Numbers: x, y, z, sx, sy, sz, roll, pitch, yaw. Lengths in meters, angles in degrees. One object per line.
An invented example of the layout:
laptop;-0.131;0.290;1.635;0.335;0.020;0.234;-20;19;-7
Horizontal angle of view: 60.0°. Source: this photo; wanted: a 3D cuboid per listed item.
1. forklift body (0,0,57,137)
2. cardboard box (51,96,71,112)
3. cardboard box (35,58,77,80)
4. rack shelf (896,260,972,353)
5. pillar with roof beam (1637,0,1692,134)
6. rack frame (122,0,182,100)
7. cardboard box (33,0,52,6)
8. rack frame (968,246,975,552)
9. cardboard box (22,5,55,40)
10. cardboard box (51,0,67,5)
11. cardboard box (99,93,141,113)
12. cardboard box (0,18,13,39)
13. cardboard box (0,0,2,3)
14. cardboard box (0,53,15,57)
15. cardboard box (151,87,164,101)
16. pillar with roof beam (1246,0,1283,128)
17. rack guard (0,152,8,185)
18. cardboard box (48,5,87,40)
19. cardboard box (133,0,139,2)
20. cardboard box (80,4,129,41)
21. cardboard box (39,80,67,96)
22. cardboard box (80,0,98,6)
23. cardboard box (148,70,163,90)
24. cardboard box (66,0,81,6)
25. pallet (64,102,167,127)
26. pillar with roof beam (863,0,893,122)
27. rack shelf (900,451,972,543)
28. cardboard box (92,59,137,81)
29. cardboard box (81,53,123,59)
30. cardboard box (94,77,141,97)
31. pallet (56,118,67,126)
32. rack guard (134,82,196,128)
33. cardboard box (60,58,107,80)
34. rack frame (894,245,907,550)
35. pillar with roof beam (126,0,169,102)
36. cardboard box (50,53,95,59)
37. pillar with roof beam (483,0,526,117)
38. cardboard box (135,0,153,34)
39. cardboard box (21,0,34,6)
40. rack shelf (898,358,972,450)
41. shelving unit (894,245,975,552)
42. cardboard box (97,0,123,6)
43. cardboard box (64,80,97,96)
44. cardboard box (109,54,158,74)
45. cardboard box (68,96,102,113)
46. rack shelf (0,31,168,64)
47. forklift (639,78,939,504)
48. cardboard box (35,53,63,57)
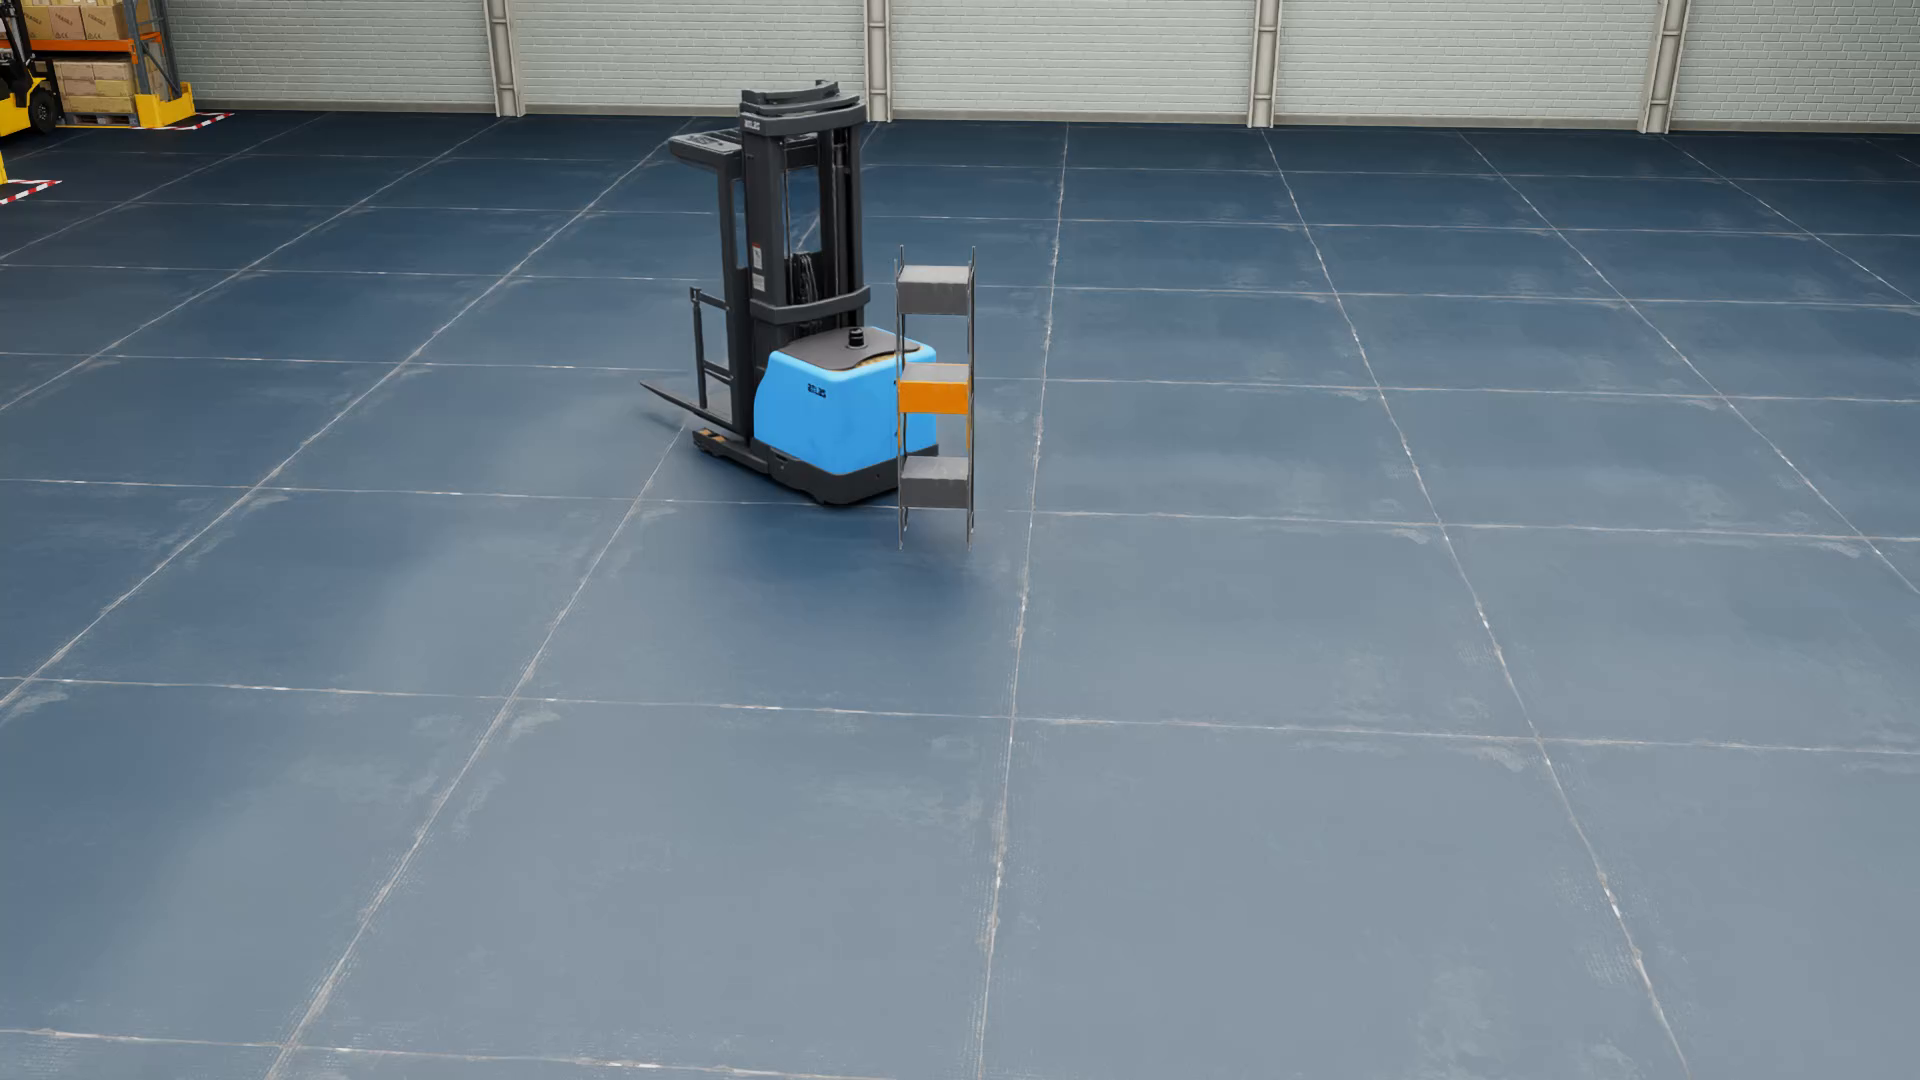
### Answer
forklift body;-14.651;-6.955;24.504;1.214;2.155;2.313;2;25;4
cardboard box;-14.106;-6.905;26.166;0.500;0.250;0.500;2;25;5
cardboard box;-14.117;-7.347;25.930;0.500;0.250;0.500;2;25;5
rack shelf;-0.165;-1.583;11.247;0.480;0.518;0.431;2;25;4
pillar with roof beam;10.354;-8.601;19.889;0.400;9.000;9.100;2;25;4
rack frame;-12.621;-8.040;25.847;0.127;3.000;1.000;2;25;4
cardboard box;-14.015;-8.306;25.528;0.250;0.149;0.380;1;25;2
rack frame;0.078;-0.951;11.517;0.015;2.100;0.400;2;25;4
cardboard box;-14.159;-8.029;25.702;0.500;0.500;0.500;1;25;3
cardboard box;-13.745;-8.317;25.552;0.250;0.149;0.380;2;25;4
cardboard box;-13.113;-6.865;26.080;0.500;0.250;0.500;2;25;4
cardboard box;-14.661;-8.040;25.727;0.500;0.500;0.500;2;25;4
cardboard box;-14.771;-8.331;25.582;0.250;0.149;0.380;1;25;3
cardboard box;-15.094;-7.597;26.475;0.500;0.250;0.500;2;25;4
cardboard box;-13.095;-7.079;26.545;0.500;0.250;0.500;2;25;4
pillar with roof beam;4.372;-8.793;20.306;0.400;9.000;9.100;2;25;4
rack guard;-13.073;-4.838;21.878;0.348;0.500;1.175;2;25;4
cardboard box;-13.648;-8.013;25.667;0.500;0.500;0.500;3;25;6
cardboard box;-12.939;-8.499;25.949;0.250;0.149;0.380;1;25;3
cardboard box;-13.131;-7.992;25.622;0.500;0.500;0.500;1;25;3
cardboard box;-14.145;-7.123;26.041;0.500;0.250;0.500;1;25;3
cardboard box;-13.245;-8.271;25.451;0.250;0.149;0.380;2;25;5
cardboard box;-13.073;-7.311;26.450;0.500;0.250;0.500;2;25;5
cardboard box;-13.499;-8.304;25.525;0.250;0.149;0.380;2;25;5
pallet;-13.386;-6.781;26.445;1.213;0.211;1.003;2;25;4
pillar with roof beam;-1.611;-8.985;20.724;0.400;9.000;9.100;2;25;4
rack shelf;-0.165;-0.311;11.832;0.480;0.518;0.431;2;25;4
cardboard box;-13.104;-7.321;25.874;0.500;0.250;0.500;3;25;6
cardboard box;-13.584;-7.545;26.361;0.500;0.250;0.500;2;25;4
cardboard box;-13.130;-7.094;25.980;0.500;0.250;0.500;2;25;3
pallet;-14.599;-6.821;26.532;1.213;0.211;1.003;2;25;4
rack guard;-12.597;-6.904;26.368;0.348;0.500;1.175;2;25;4
cardboard box;-13.613;-7.335;25.904;0.500;0.250;0.500;2;25;5
rack frame;-0.408;-0.967;11.551;0.015;2.100;0.400;2;25;4
pillar with roof beam;-13.575;-9.369;21.558;0.400;9.000;9.100;2;25;4
cardboard box;-14.082;-7.565;26.405;0.500;0.250;0.500;2;25;4
pillar with roof beam;-7.593;-9.177;21.141;0.400;9.000;9.100;2;25;4
cardboard box;-13.093;-8.217;26.112;0.500;0.500;0.500;3;25;6
cardboard box;-14.269;-8.306;25.528;0.250;0.149;0.380;2;25;4
rack shelf;-0.165;-0.947;11.540;0.480;0.518;0.431;2;25;4
shelving unit;-0.165;-0.959;11.534;0.503;2.100;0.431;2;25;4
cardboard box;-12.988;-8.275;25.461;0.250;0.149;0.380;2;25;5
cardboard box;-13.629;-7.115;26.025;0.500;0.250;0.500;2;25;3
cardboard box;-13.085;-7.531;26.330;0.500;0.250;0.500;1;25;3
cardboard box;-13.608;-6.885;26.123;0.500;0.250;0.500;2;25;4
rack shelf;-14.615;-7.778;26.136;4.000;0.370;1.077;2;25;4
forklift;-1.524;-2.128;13.079;1.130;2.935;3.031;-21;32;-37
cardboard box;-14.592;-7.585;26.447;0.500;0.250;0.500;1;25;3
